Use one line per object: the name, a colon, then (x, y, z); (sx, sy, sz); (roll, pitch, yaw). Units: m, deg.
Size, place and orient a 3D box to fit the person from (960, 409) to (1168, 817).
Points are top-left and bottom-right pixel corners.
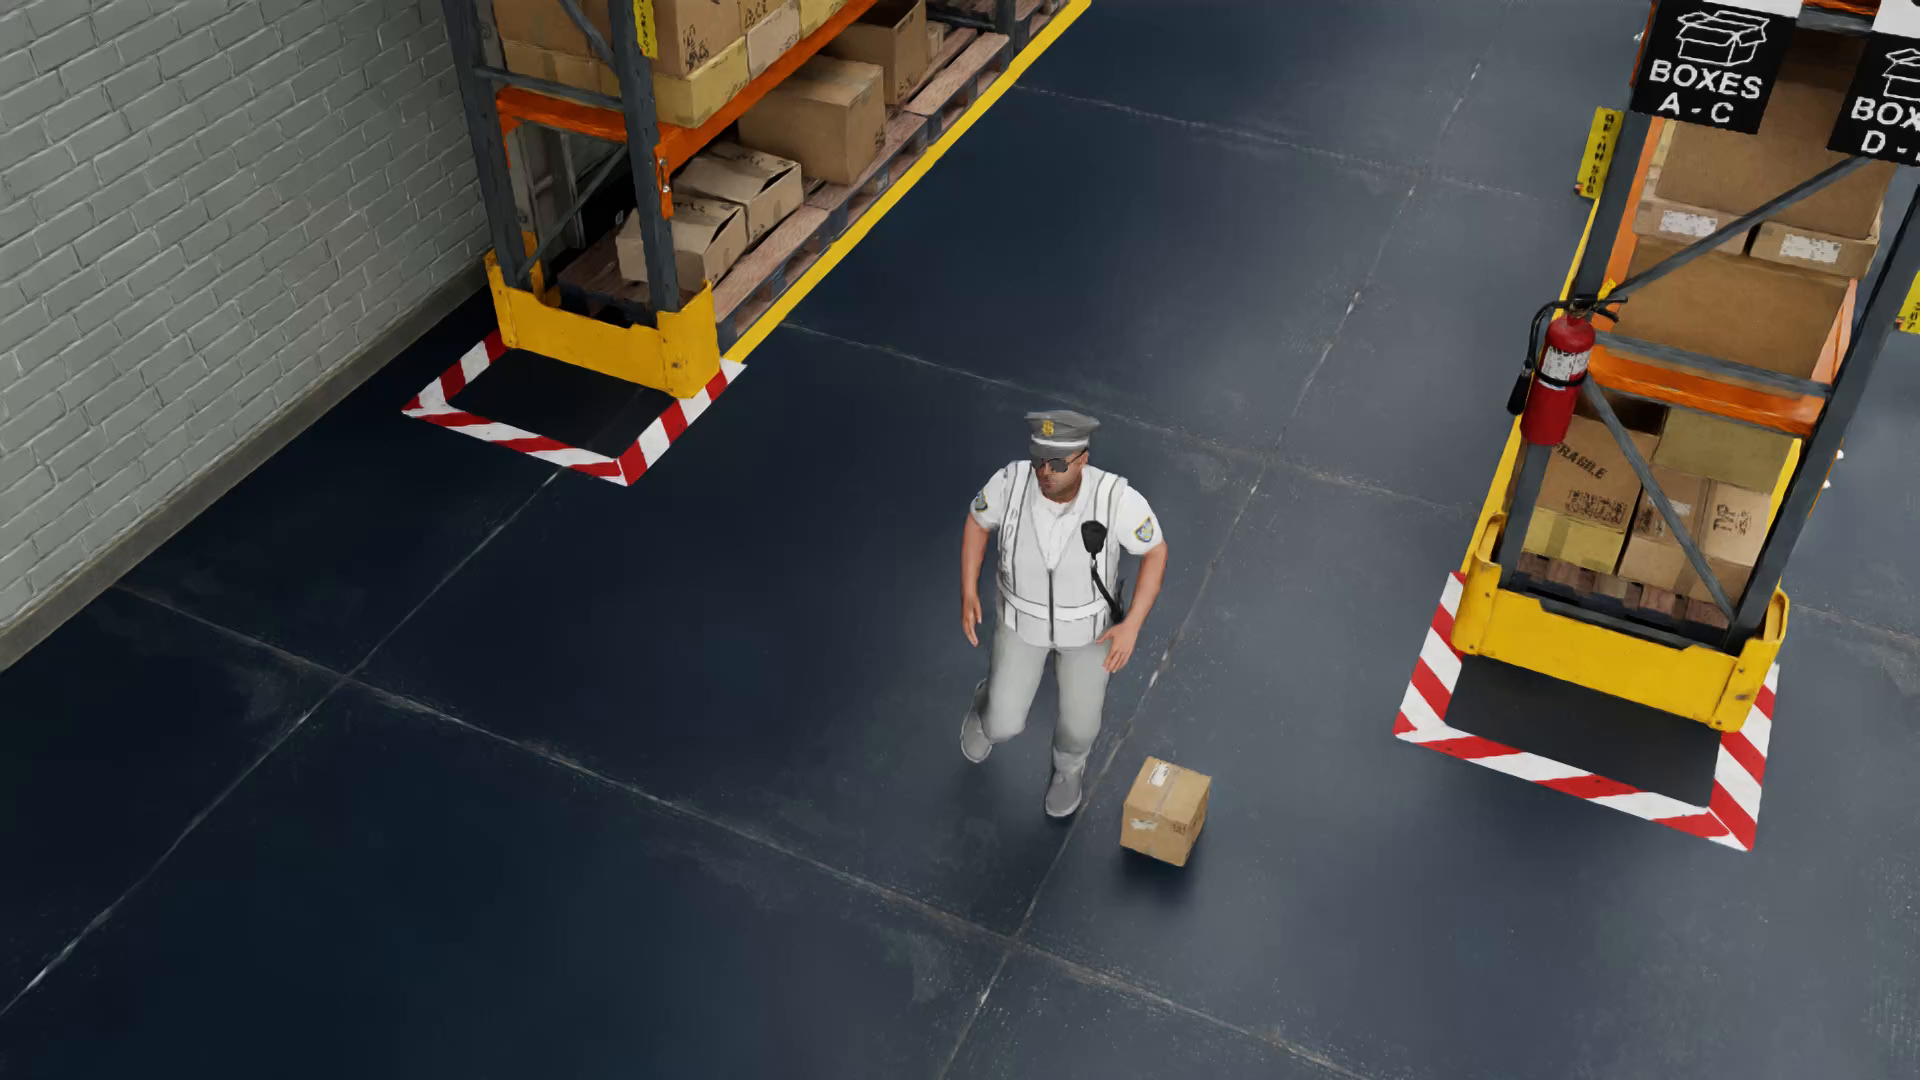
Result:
person: (0.347, 0.284, 5.851); (0.714, 1.742, 0.503); (4, 42, 4)
